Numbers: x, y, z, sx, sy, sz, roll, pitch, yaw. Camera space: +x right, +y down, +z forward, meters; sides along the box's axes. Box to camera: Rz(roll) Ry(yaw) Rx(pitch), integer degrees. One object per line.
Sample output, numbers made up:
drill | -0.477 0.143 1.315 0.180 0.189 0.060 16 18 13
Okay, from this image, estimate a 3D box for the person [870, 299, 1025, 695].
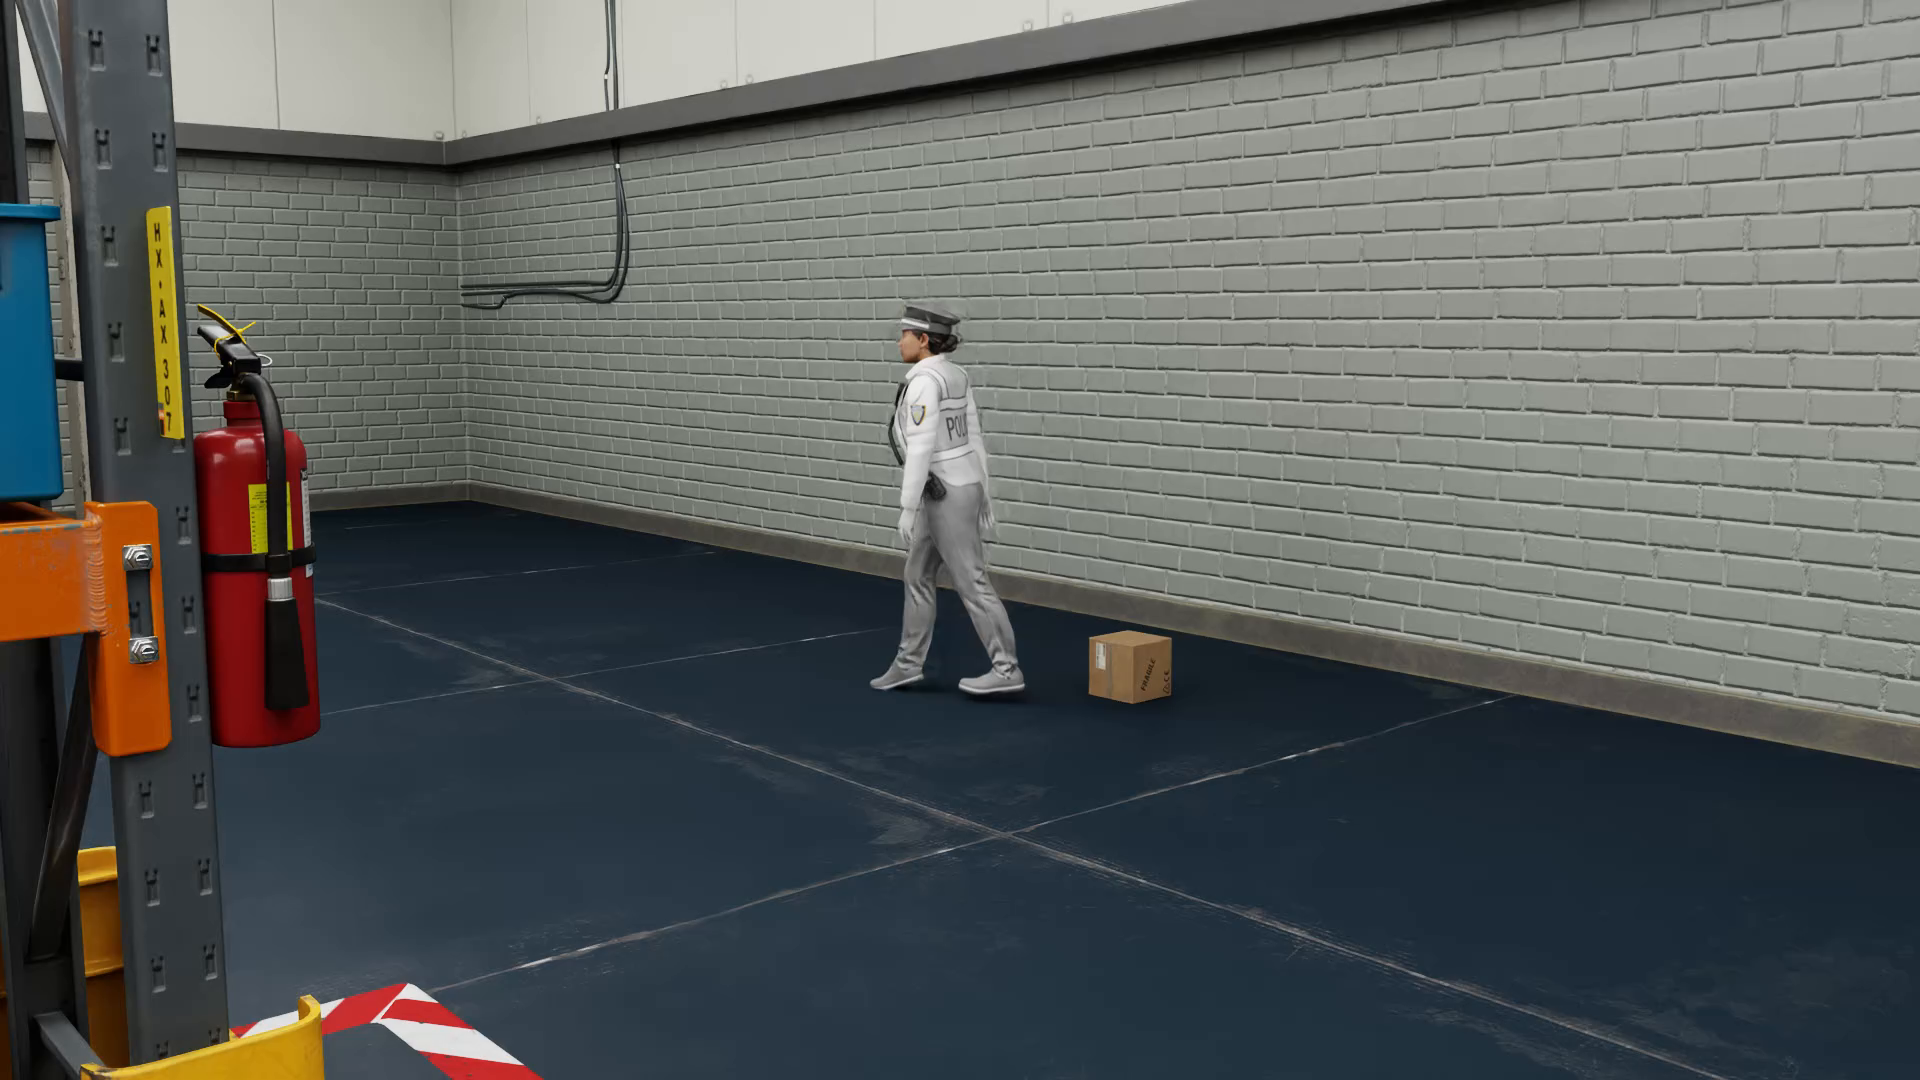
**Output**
person | -0.083 -0.151 6.939 0.715 1.695 0.508 2 8 12
